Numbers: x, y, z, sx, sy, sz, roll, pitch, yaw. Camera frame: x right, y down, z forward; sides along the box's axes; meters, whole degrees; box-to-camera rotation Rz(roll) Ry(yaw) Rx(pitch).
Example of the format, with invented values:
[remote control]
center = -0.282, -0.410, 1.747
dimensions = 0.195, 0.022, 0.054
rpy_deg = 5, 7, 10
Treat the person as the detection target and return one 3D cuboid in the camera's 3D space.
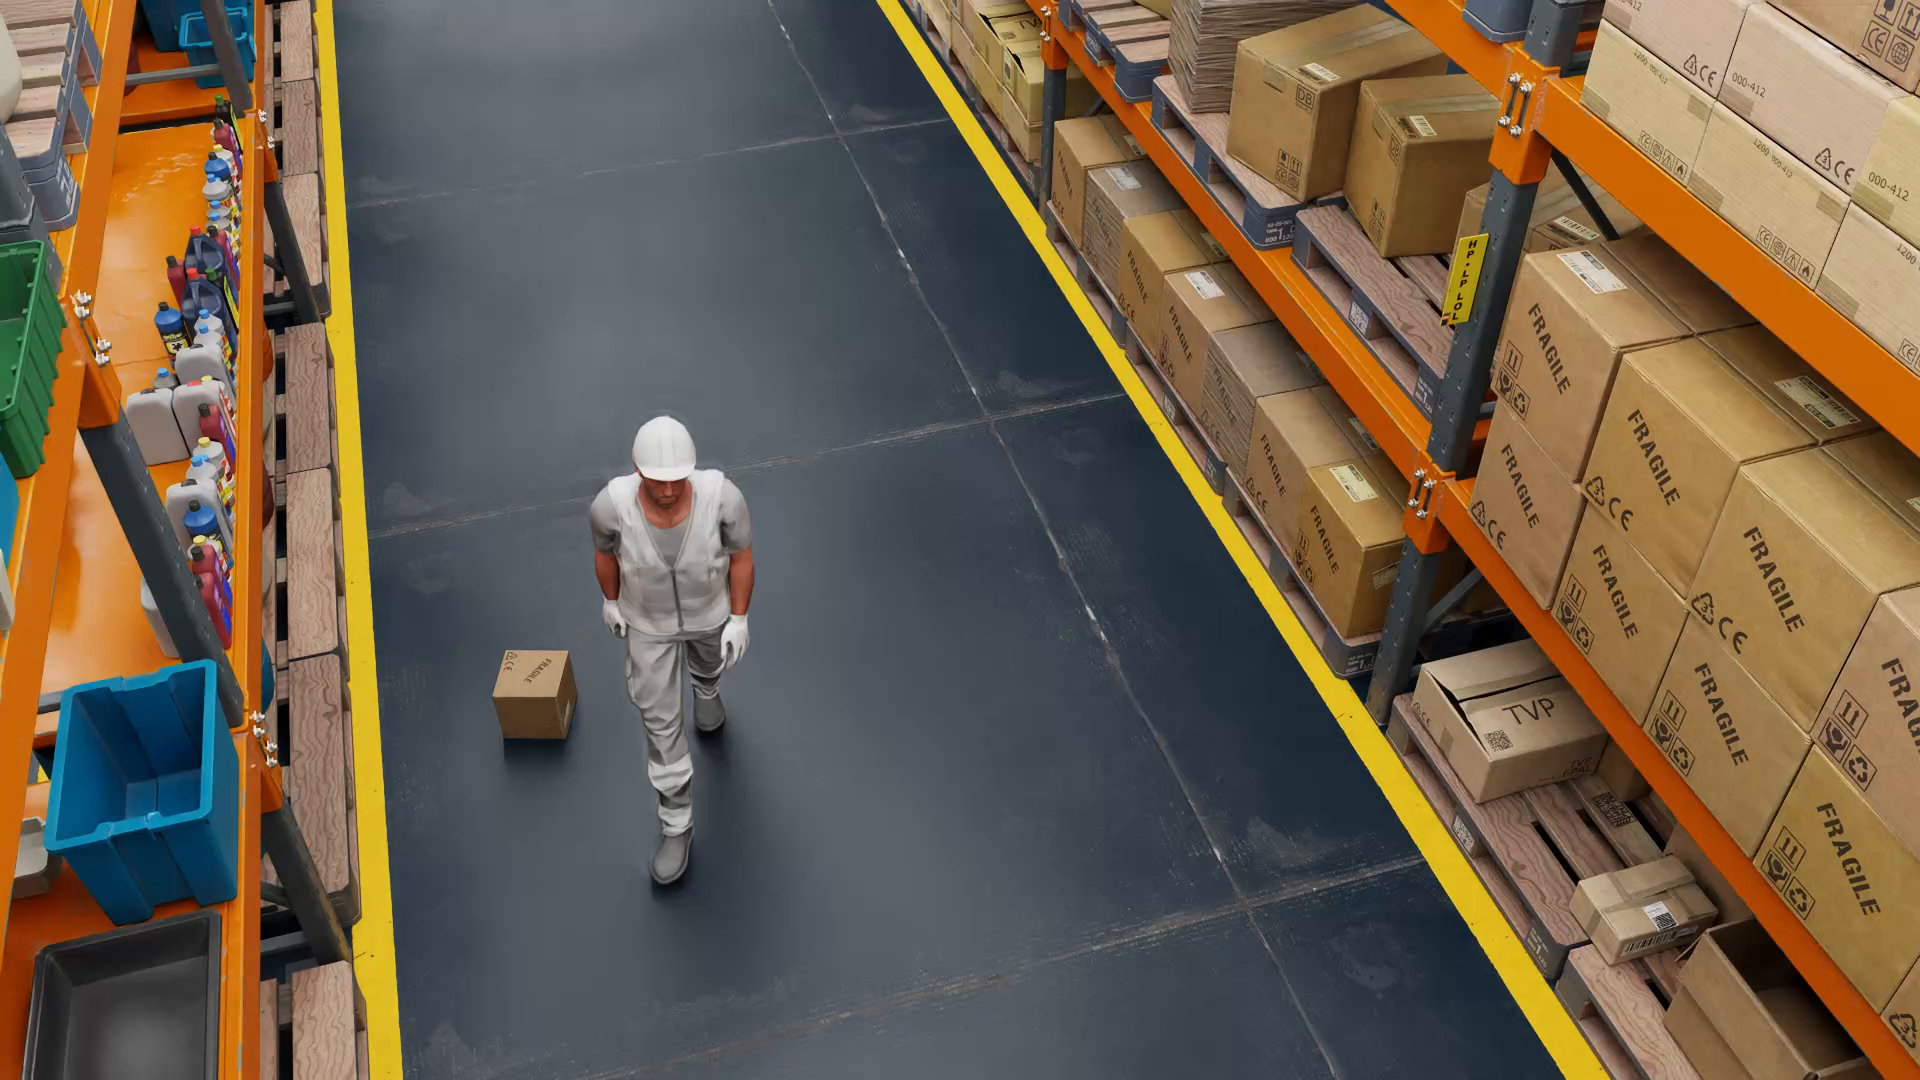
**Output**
[person]
center = -0.970, 0.272, 5.818
dimensions = 0.552, 1.736, 1.001
rpy_deg = -9, 43, -10
